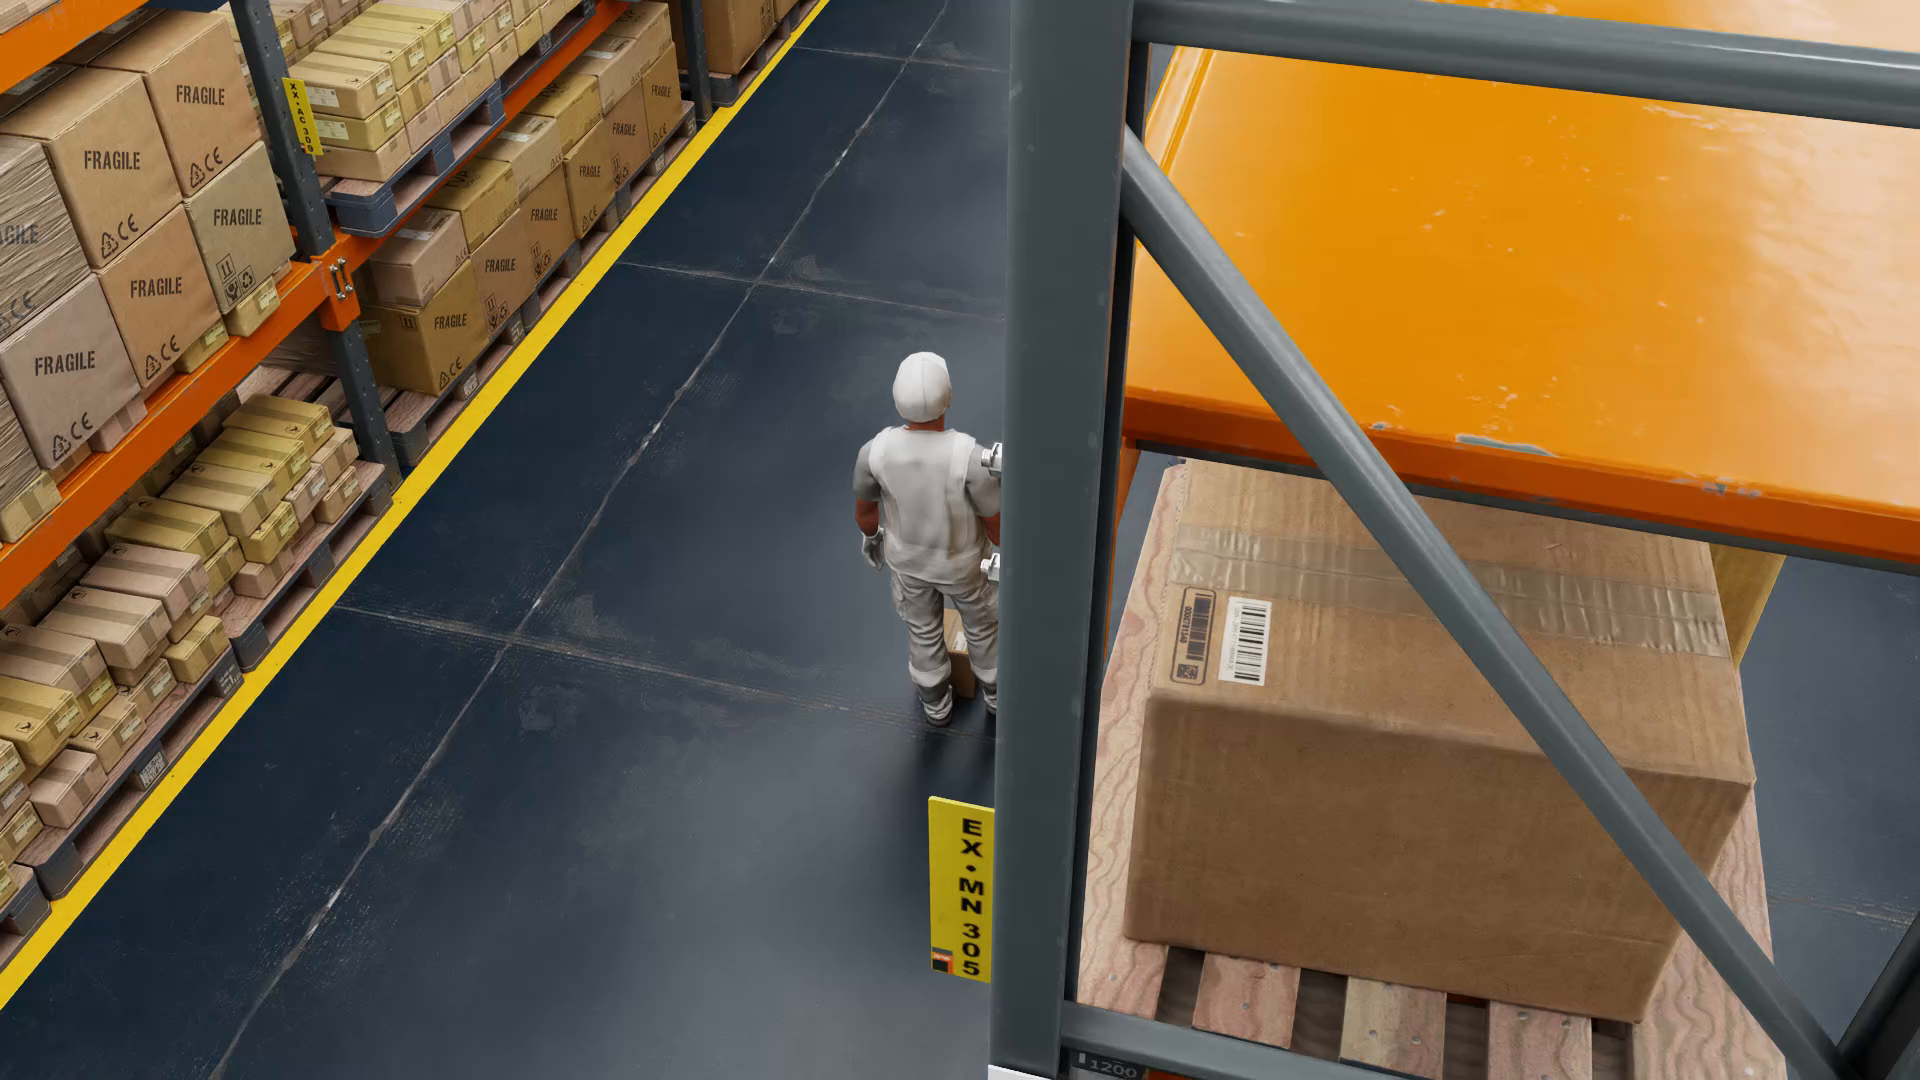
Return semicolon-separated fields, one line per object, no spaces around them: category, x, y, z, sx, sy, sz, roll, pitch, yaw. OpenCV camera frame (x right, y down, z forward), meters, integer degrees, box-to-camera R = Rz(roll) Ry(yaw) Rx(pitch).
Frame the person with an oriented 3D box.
person;-0.050;0.004;6.286;0.637;1.788;0.564;10;42;11
